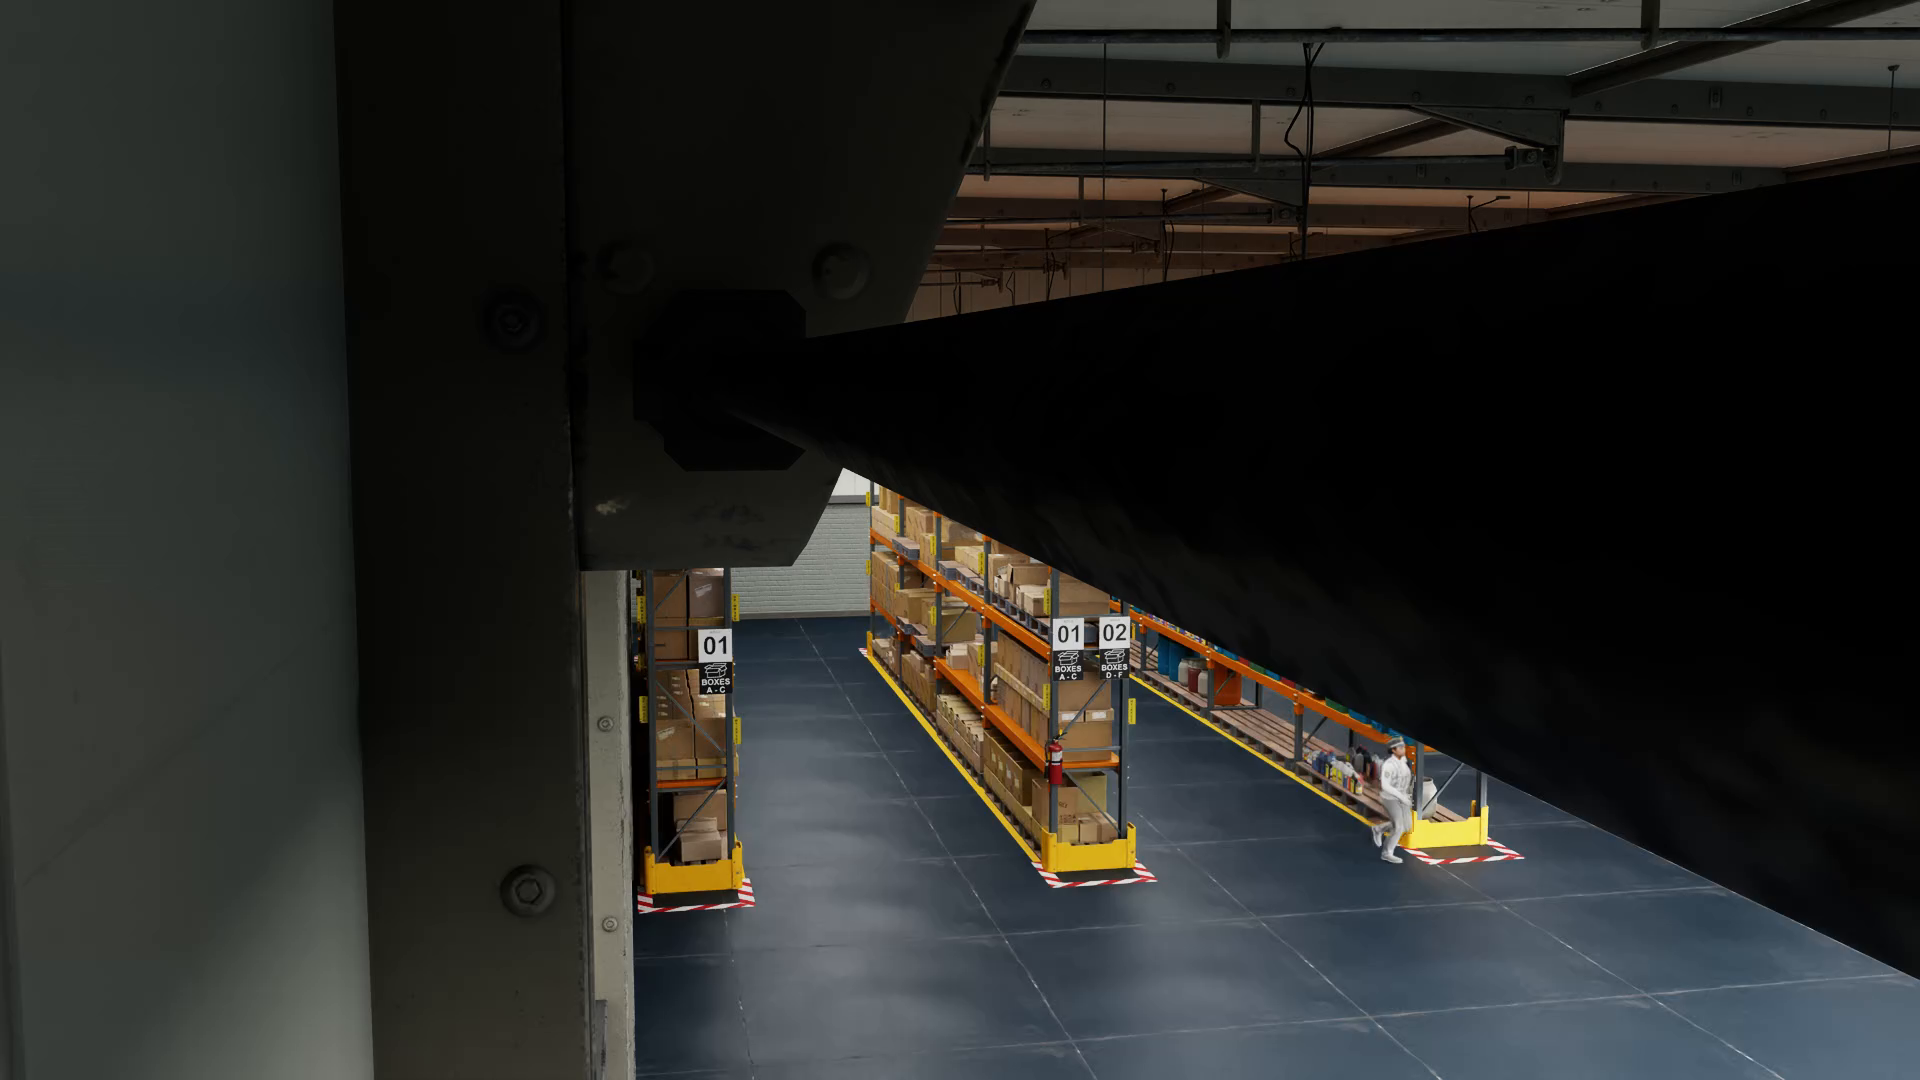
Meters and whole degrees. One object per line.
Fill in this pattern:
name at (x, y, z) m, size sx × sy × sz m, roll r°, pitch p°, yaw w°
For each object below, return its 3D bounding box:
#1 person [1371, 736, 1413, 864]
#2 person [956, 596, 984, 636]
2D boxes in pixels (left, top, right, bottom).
person at (5.530, 3.300, 21.234) m, size 0.623 × 1.660 × 0.596 m, roll 6°, pitch 8°, yaw 43°
person at (0.229, 1.690, 36.695) m, size 0.738 × 1.641 × 0.581 m, roll -3°, pitch 7°, yaw -24°
